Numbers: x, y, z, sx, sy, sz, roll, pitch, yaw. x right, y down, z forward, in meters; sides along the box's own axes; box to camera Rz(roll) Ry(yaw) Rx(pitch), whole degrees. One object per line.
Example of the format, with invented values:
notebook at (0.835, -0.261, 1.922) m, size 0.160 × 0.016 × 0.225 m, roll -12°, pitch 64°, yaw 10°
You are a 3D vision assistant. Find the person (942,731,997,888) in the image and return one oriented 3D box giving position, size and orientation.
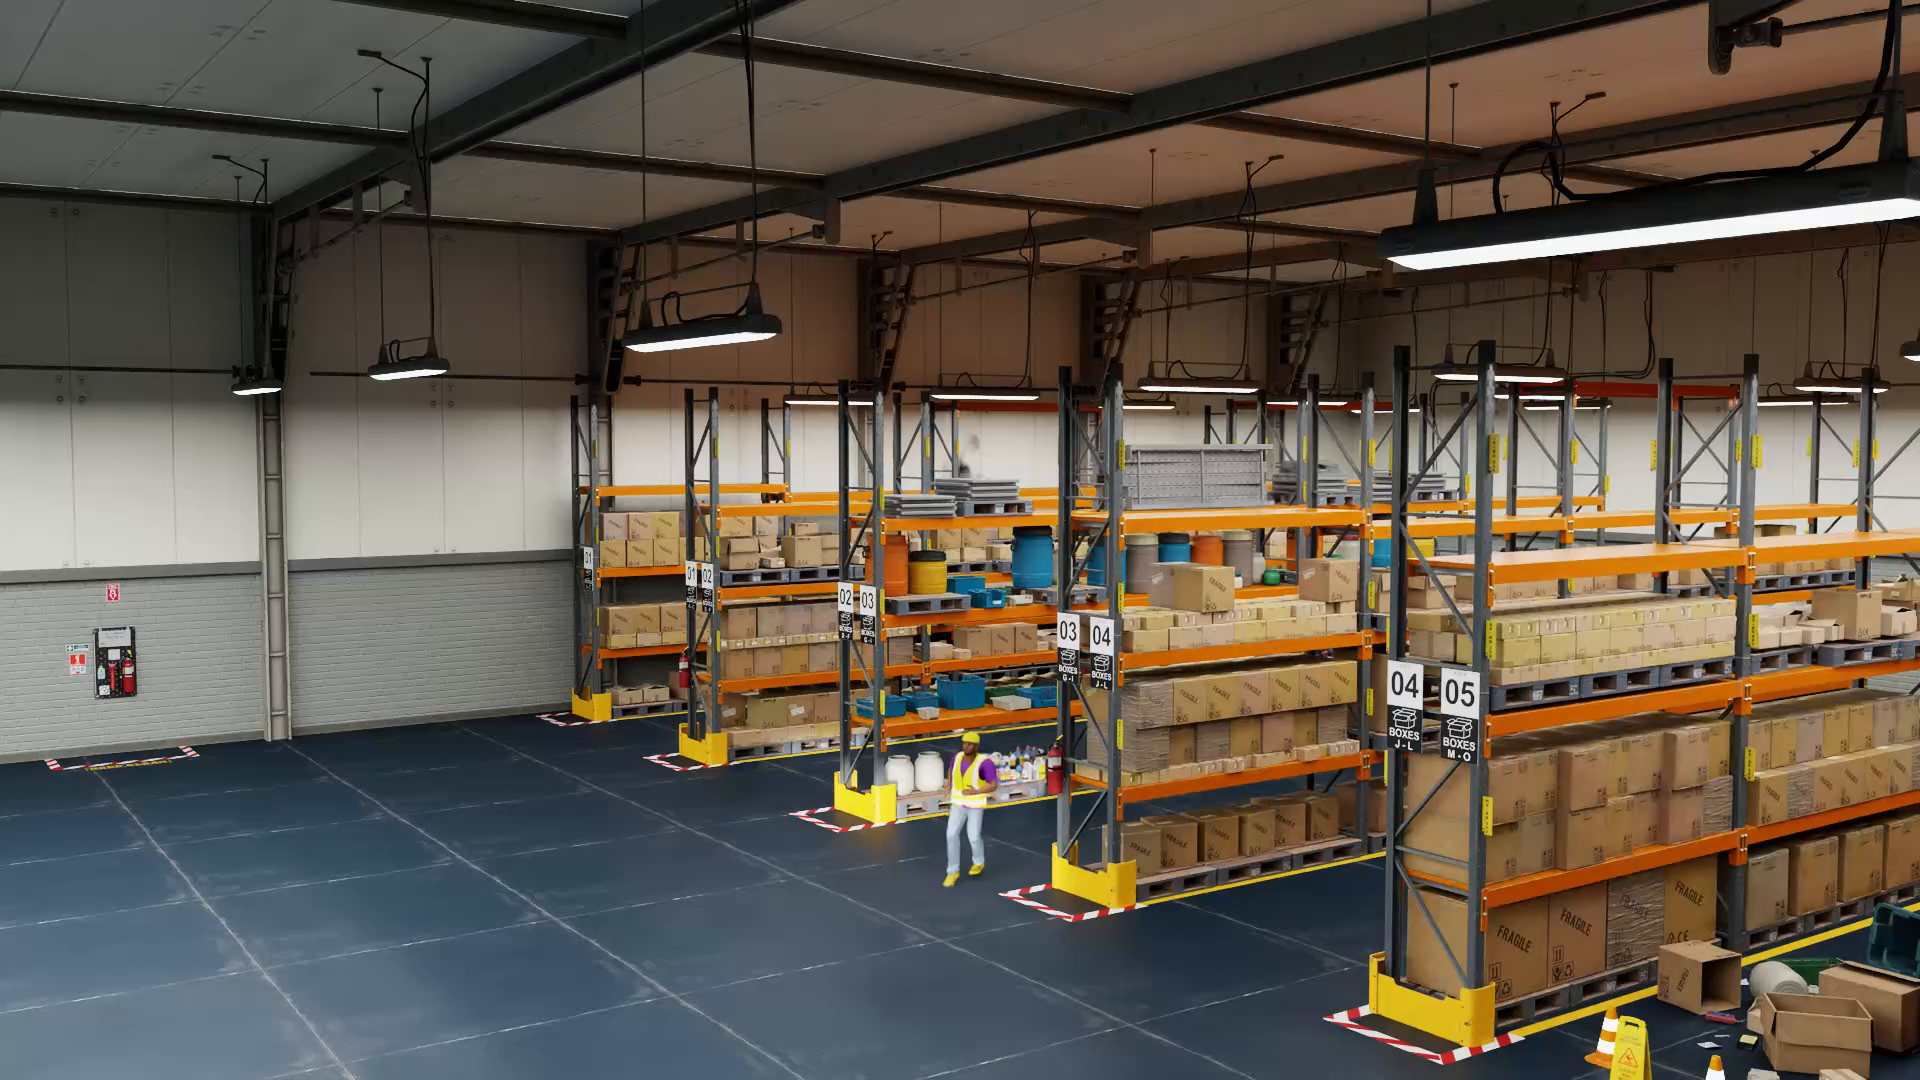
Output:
person at (0.125, 3.130, 19.426) m, size 0.703 × 1.831 × 0.735 m, roll 1°, pitch 4°, yaw 21°
